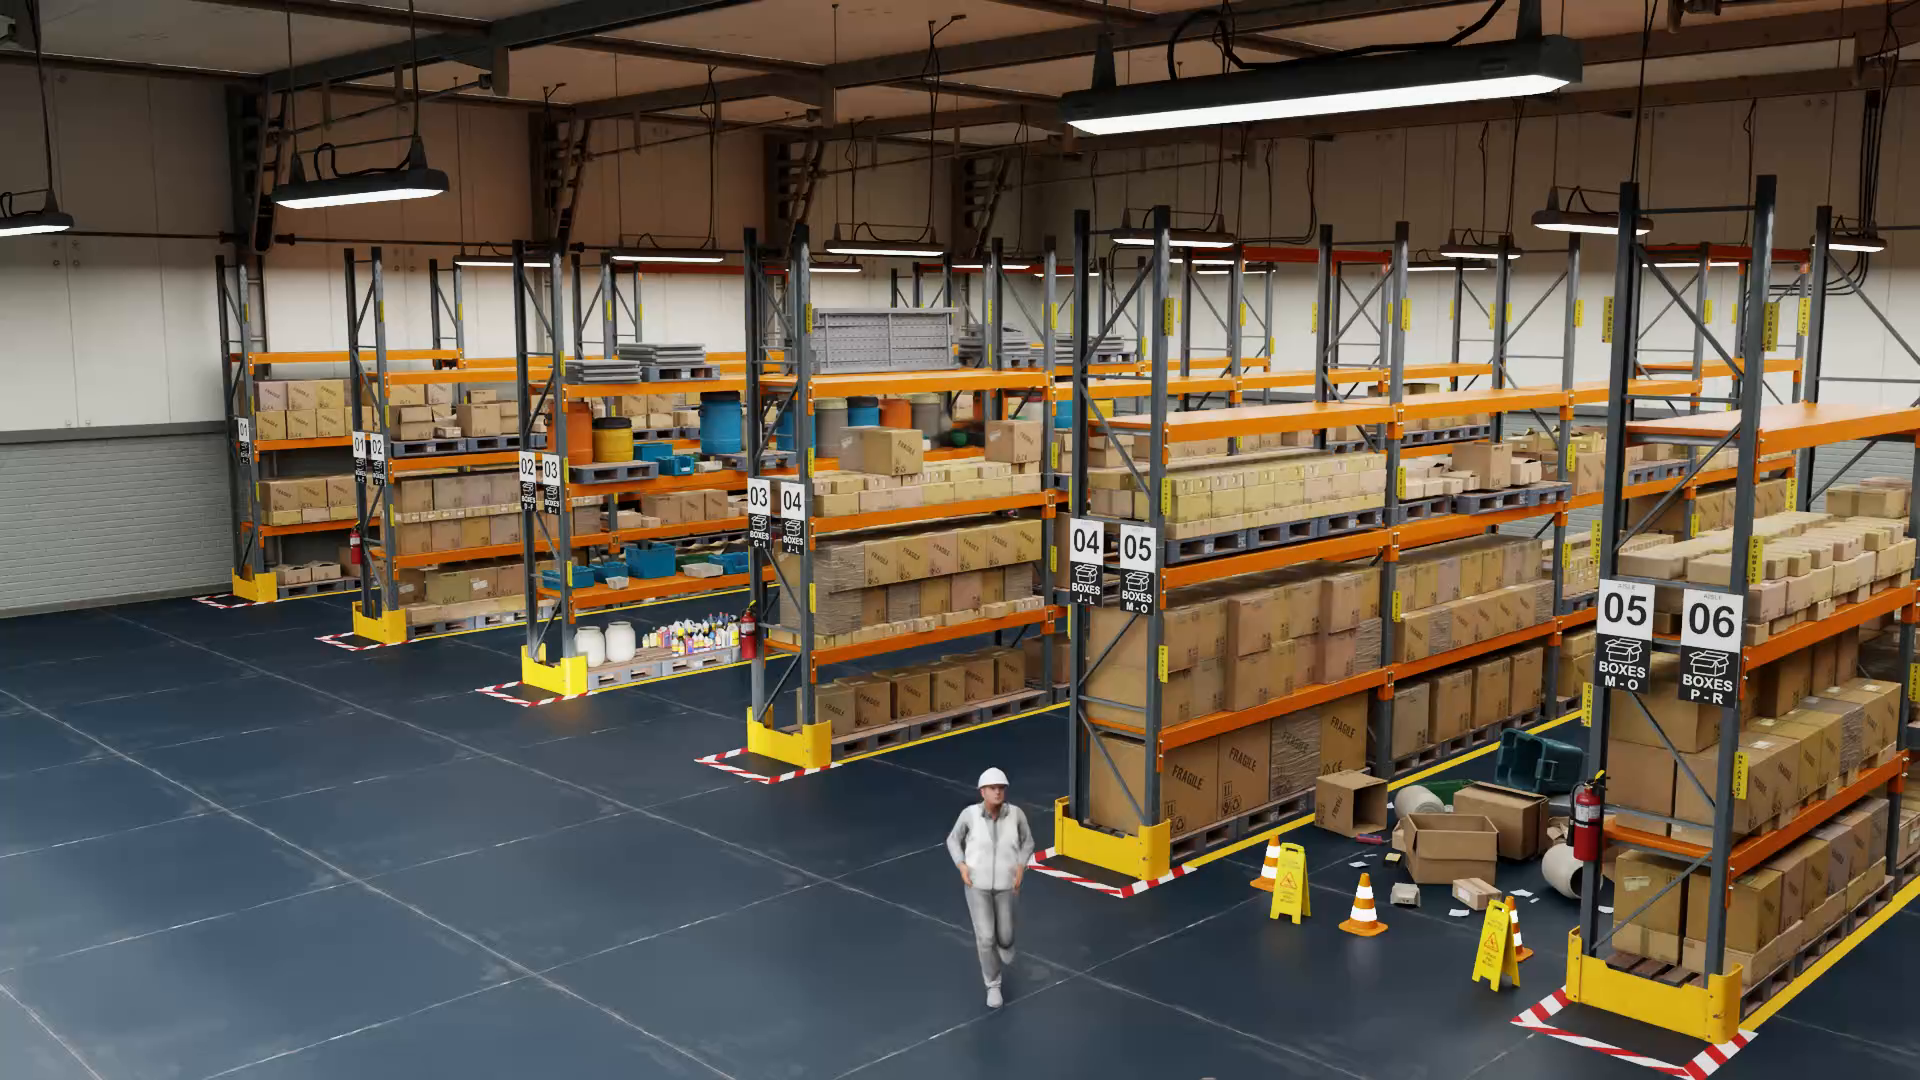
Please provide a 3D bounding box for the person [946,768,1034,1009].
[{"bbox_3d":[0.228,2.556,12.513,0.664,1.757,0.711,-1,8,-4],"label":"person"}]
